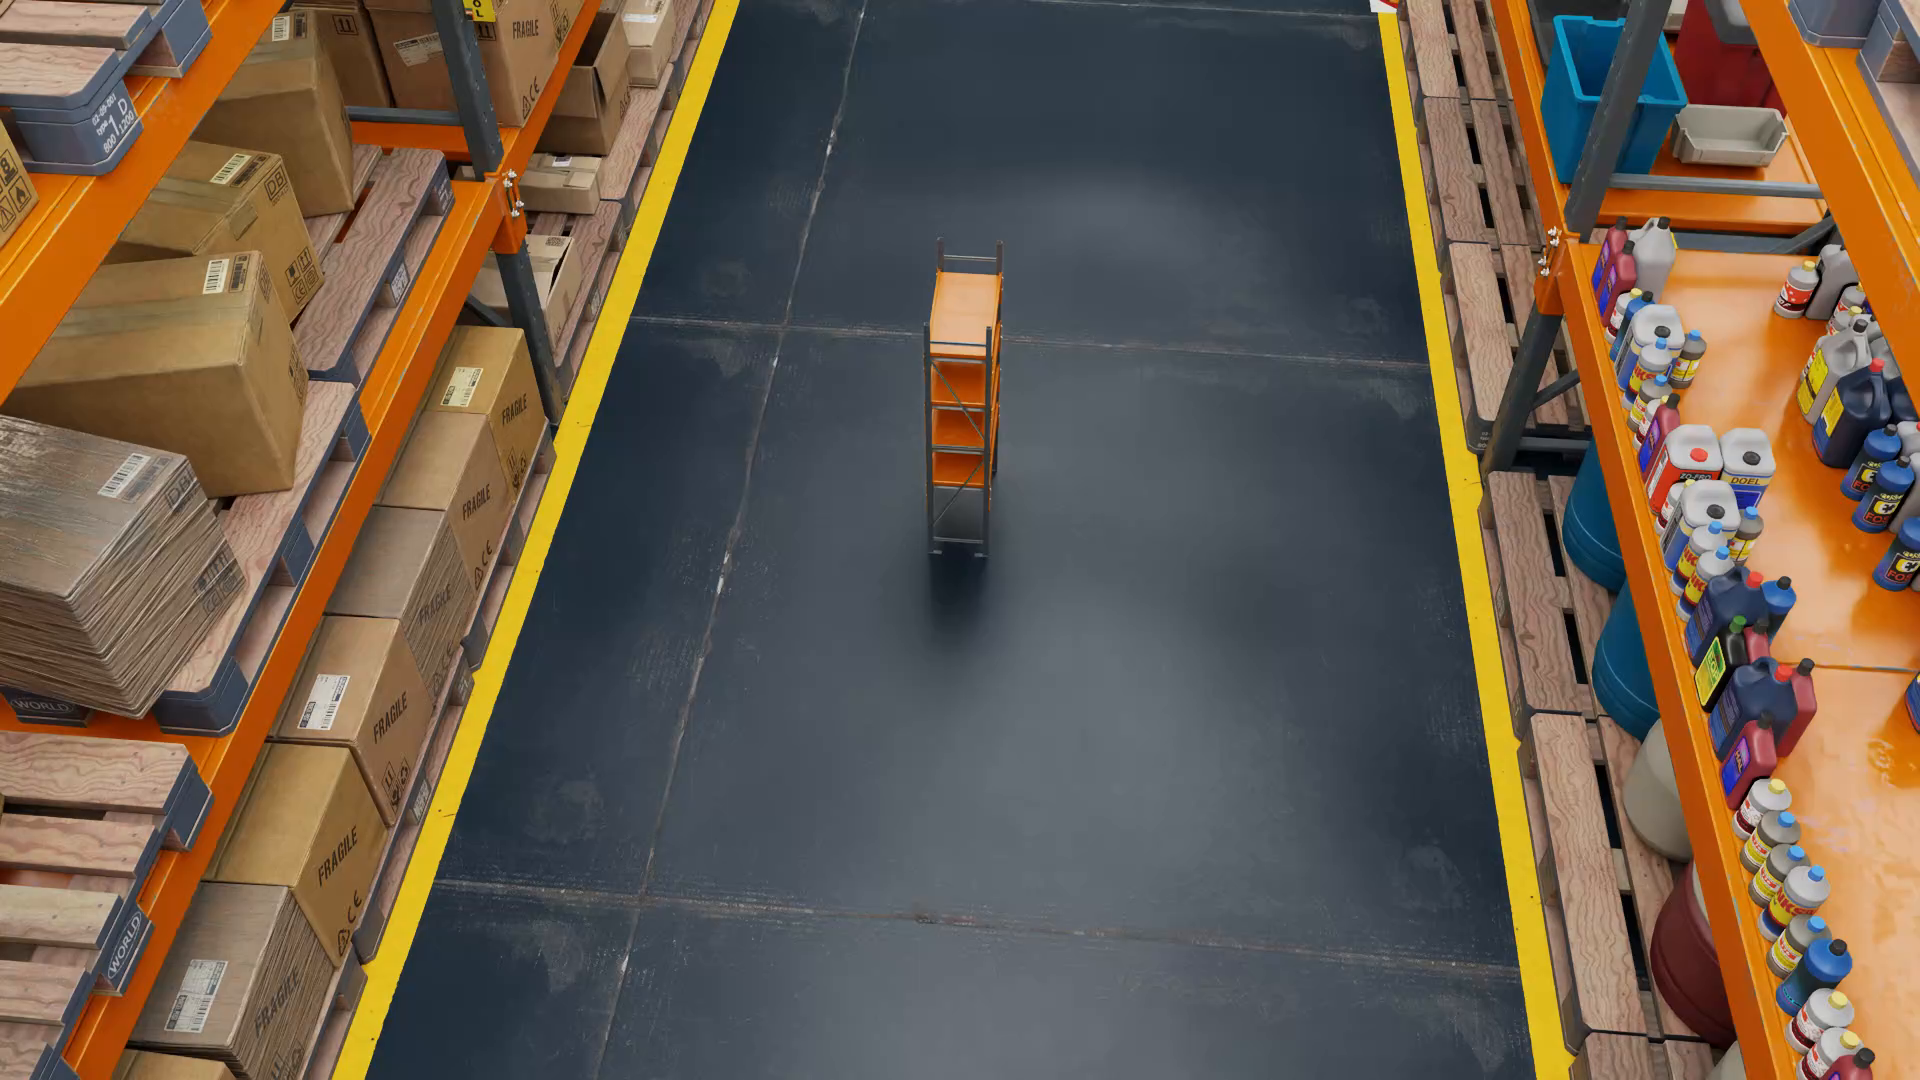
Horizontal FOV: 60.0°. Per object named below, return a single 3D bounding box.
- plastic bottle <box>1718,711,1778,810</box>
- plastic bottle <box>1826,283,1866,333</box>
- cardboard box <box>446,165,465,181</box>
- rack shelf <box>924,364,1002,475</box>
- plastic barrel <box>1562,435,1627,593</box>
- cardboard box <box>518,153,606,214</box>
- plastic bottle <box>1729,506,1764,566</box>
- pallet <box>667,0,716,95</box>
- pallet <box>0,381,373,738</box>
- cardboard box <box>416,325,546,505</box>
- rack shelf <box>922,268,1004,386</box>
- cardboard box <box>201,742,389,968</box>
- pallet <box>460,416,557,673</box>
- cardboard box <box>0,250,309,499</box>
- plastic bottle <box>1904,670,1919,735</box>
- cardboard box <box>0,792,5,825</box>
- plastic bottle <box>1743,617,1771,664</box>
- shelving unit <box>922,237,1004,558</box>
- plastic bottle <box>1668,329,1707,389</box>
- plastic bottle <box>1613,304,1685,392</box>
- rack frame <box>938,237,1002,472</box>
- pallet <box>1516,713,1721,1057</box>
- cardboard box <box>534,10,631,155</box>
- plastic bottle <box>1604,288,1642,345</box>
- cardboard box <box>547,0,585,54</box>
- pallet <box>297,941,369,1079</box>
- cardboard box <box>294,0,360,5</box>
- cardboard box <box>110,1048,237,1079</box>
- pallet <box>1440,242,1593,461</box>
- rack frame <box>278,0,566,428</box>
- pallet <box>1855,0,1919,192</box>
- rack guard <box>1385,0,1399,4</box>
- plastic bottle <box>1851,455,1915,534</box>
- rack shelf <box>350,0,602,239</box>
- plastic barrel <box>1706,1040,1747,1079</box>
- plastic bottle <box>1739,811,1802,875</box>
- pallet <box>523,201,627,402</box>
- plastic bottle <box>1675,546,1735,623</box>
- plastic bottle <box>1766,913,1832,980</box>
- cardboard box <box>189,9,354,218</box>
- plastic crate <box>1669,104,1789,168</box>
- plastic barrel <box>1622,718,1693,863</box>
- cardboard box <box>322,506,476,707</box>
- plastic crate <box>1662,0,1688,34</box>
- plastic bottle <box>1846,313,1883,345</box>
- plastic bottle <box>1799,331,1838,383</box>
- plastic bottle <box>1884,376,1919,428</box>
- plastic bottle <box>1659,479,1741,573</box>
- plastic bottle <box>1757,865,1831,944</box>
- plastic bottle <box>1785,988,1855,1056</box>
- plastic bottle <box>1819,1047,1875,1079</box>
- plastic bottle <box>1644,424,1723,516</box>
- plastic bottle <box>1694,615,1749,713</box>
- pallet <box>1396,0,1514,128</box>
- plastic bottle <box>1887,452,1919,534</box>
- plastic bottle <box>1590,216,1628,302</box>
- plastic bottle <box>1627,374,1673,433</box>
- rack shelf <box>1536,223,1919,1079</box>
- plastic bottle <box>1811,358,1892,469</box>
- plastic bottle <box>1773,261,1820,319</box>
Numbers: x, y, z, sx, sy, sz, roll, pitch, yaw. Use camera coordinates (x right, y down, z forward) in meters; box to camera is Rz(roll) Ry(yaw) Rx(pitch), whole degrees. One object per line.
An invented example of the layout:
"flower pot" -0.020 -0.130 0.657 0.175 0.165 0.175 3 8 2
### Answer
"plastic bottle" 2.049 0.569 4.302 0.061 0.283 0.133 4 48 4
"plastic bottle" 3.000 -0.779 5.590 0.097 0.201 0.097 0 48 0
"cardboard box" -2.466 -1.323 7.349 0.500 0.500 0.500 4 48 4
"rack shelf" 0.015 -0.481 6.494 0.258 0.148 0.480 4 48 4
"plastic barrel" 2.631 -0.279 6.136 0.600 0.901 0.708 4 48 4
"cardboard box" -1.913 -1.702 7.922 0.380 0.166 0.250 4 48 4
"plastic bottle" 2.296 -0.017 4.893 0.097 0.201 0.097 0 48 0
"pallet" -1.949 -2.936 9.319 1.003 0.211 1.213 4 48 4
"pallet" -2.427 -0.005 4.878 1.003 0.211 1.213 4 48 4
"cardboard box" -1.995 -0.503 6.599 0.500 0.500 0.500 4 48 3
"rack shelf" 0.015 -0.792 6.154 0.258 0.148 0.480 4 48 4
"cardboard box" -2.181 0.986 5.237 0.500 0.500 0.500 3 48 3
"pallet" -2.272 -0.039 6.668 1.003 0.211 1.213 4 48 4
"cardboard box" -2.335 -0.453 4.805 0.700 0.500 0.500 -7 48 -6
"plastic bottle" 2.675 0.368 4.440 0.144 0.351 0.185 4 48 4
"cardboard box" -2.654 0.714 3.738 0.700 0.500 0.500 -11 48 -10
"plastic bottle" 2.139 0.339 4.512 0.061 0.283 0.133 4 48 4
"shelving unit" 0.015 -0.527 6.444 0.258 1.200 0.503 4 48 4
"plastic bottle" 2.368 -0.599 5.426 0.097 0.201 0.097 0 48 0
"plastic bottle" 2.242 -0.619 5.393 0.152 0.276 0.135 4 48 4
"rack frame" 0.037 -0.706 6.608 0.240 1.200 0.015 4 48 4
"pallet" 2.477 1.160 5.572 1.003 0.211 1.213 4 48 4
"cardboard box" -2.069 -2.267 8.210 0.797 0.503 0.637 4 48 4
"plastic bottle" 2.235 -0.752 5.566 0.097 0.201 0.097 0 48 0
"cardboard box" -1.874 -2.346 6.821 0.500 0.500 0.500 5 48 4
"pallet" -2.494 1.754 5.028 1.003 0.211 1.213 4 48 4
"cardboard box" -2.447 -2.340 6.138 0.500 0.500 0.500 4 48 4
"cardboard box" -2.274 1.739 4.548 0.500 0.500 0.500 6 48 5
"pallet" 2.726 -0.846 7.407 1.003 0.211 1.213 4 48 4
"rack frame" -2.235 -1.580 6.188 1.000 3.000 0.127 4 48 4
"pallet" 2.623 -0.777 3.549 1.003 0.211 1.213 4 48 4
"rack guard" 3.051 -3.358 9.509 1.175 0.500 0.348 4 48 4
"plastic bottle" 2.766 -0.146 4.964 0.097 0.271 0.097 0 48 0
"rack shelf" -2.053 -2.807 7.798 1.077 0.370 4.000 4 48 4
"plastic barrel" 2.323 1.612 4.671 0.421 0.512 0.421 0 48 0
"plastic bottle" 2.048 0.754 4.188 0.097 0.201 0.097 0 48 0
"pallet" -2.172 -1.143 7.679 1.003 0.211 1.213 4 48 4
"plastic bottle" 2.123 0.120 4.721 0.097 0.271 0.097 0 48 0
"plastic bottle" 2.021 0.969 3.992 0.097 0.201 0.097 0 48 0
"cardboard box" -2.501 -1.422 5.692 0.700 0.500 0.500 -11 48 -10
"plastic crate" 2.882 -1.508 6.260 0.396 0.136 0.243 4 48 4
"plastic barrel" 2.426 0.782 5.430 0.421 0.512 0.421 0 48 0
"cardboard box" -2.094 0.228 5.930 0.500 0.500 0.500 4 48 4
"plastic crate" 3.020 -2.334 6.918 0.437 0.282 0.530 4 48 4
"plastic bottle" 2.950 -0.622 5.397 0.152 0.276 0.135 4 48 4
"plastic bottle" 2.824 -0.592 5.419 0.097 0.201 0.097 0 48 0
"plastic bottle" 2.923 -0.394 5.137 0.144 0.351 0.185 4 48 4
"plastic bottle" 2.170 -0.037 4.861 0.152 0.276 0.135 4 48 4
"plastic bottle" 2.030 0.873 4.032 0.097 0.271 0.097 0 48 0
"plastic bottle" 2.003 1.112 3.861 0.097 0.201 0.097 0 48 0
"plastic bottle" 1.966 1.239 3.689 0.061 0.283 0.133 4 48 4
"plastic bottle" 2.191 -0.207 5.017 0.152 0.276 0.135 4 48 4
"plastic bottle" 2.078 0.335 4.516 0.061 0.283 0.133 4 48 4
"pallet" 2.948 -2.639 9.047 1.003 0.211 1.213 4 48 4
"plastic bottle" 2.892 -0.153 4.967 0.152 0.276 0.135 4 48 4
"plastic bottle" 2.239 -0.964 5.704 0.061 0.283 0.133 4 48 4
"plastic bottle" 2.196 -0.439 5.279 0.097 0.201 0.097 0 48 0
"rack shelf" 2.515 0.468 4.802 1.077 0.370 4.000 4 48 4
"plastic bottle" 2.779 -0.404 5.146 0.144 0.351 0.185 4 48 4
"plastic bottle" 2.857 -0.860 5.665 0.097 0.201 0.097 0 48 0
